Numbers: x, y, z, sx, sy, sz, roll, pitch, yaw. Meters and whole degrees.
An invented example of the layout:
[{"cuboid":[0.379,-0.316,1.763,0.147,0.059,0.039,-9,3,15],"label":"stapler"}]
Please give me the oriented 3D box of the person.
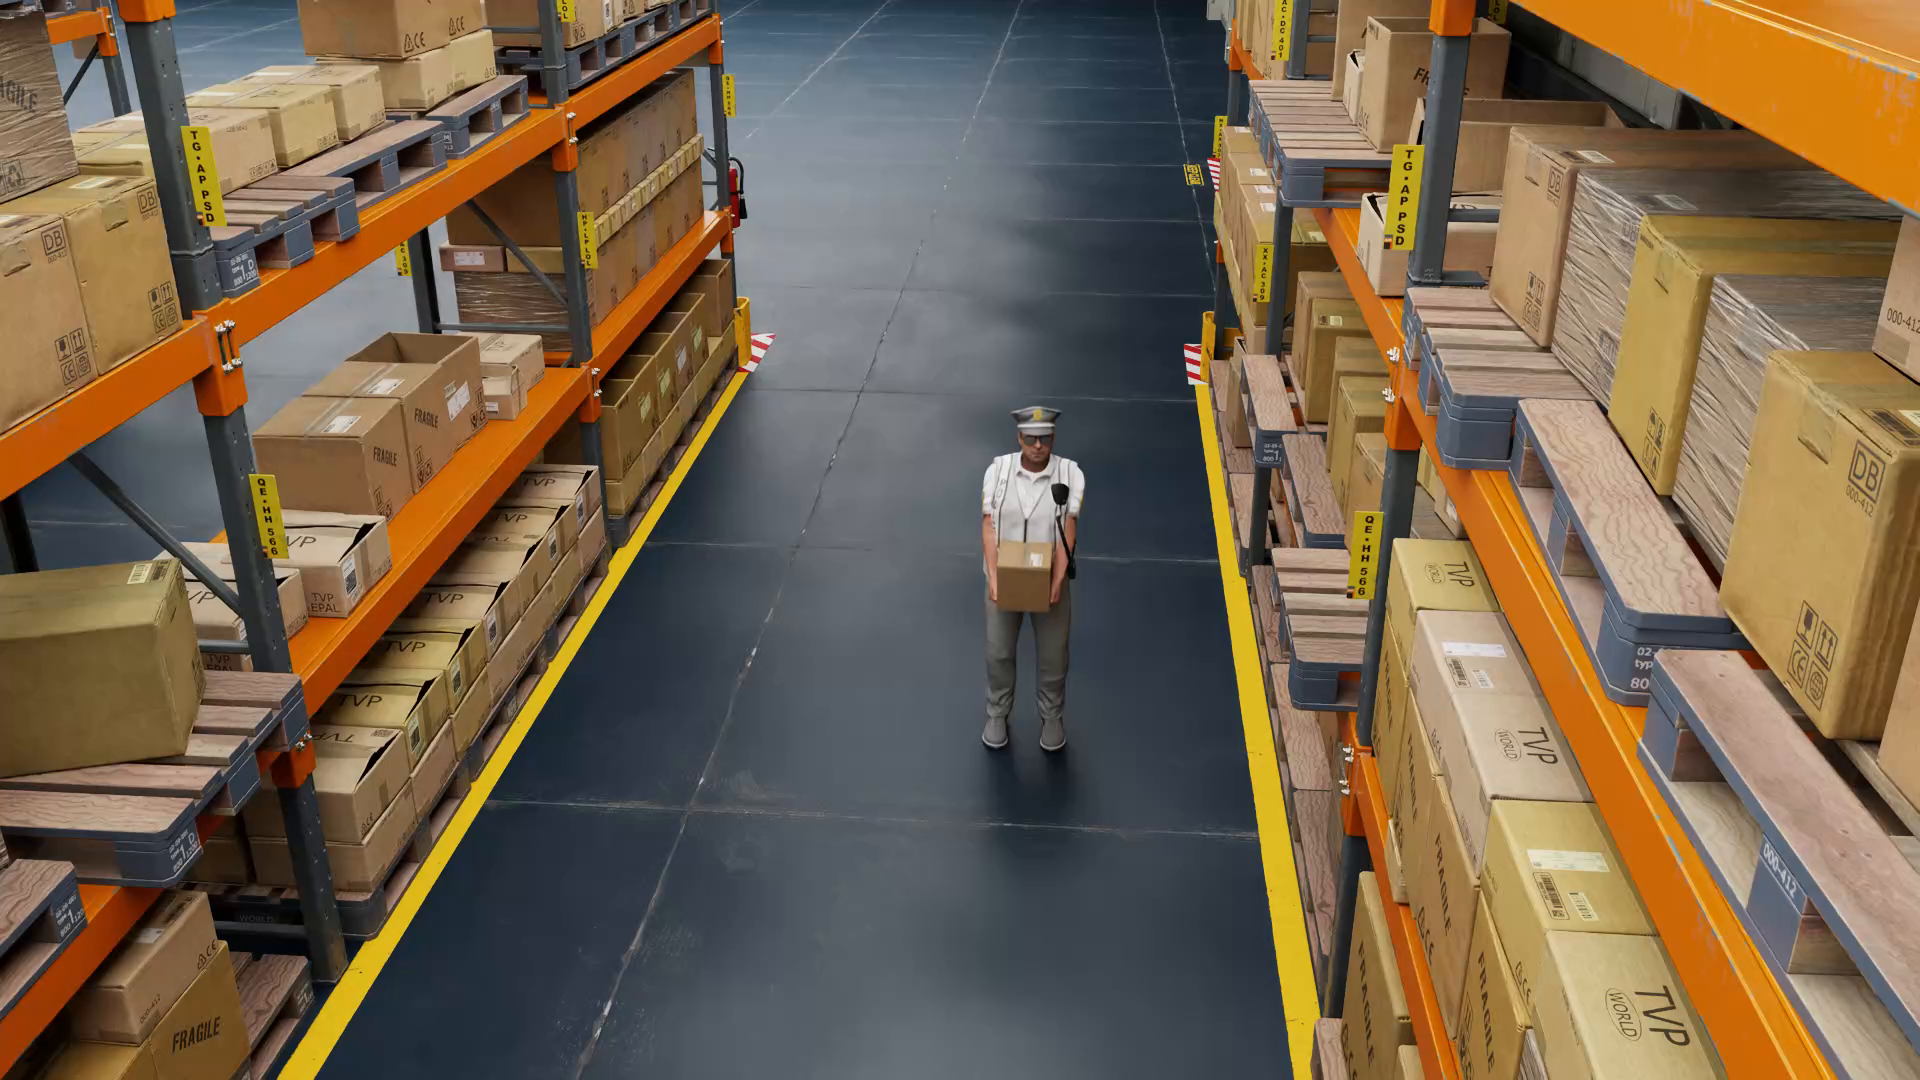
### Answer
[{"cuboid":[0.354,0.184,8.187,0.606,1.748,0.441,0,24,1],"label":"person"}]
